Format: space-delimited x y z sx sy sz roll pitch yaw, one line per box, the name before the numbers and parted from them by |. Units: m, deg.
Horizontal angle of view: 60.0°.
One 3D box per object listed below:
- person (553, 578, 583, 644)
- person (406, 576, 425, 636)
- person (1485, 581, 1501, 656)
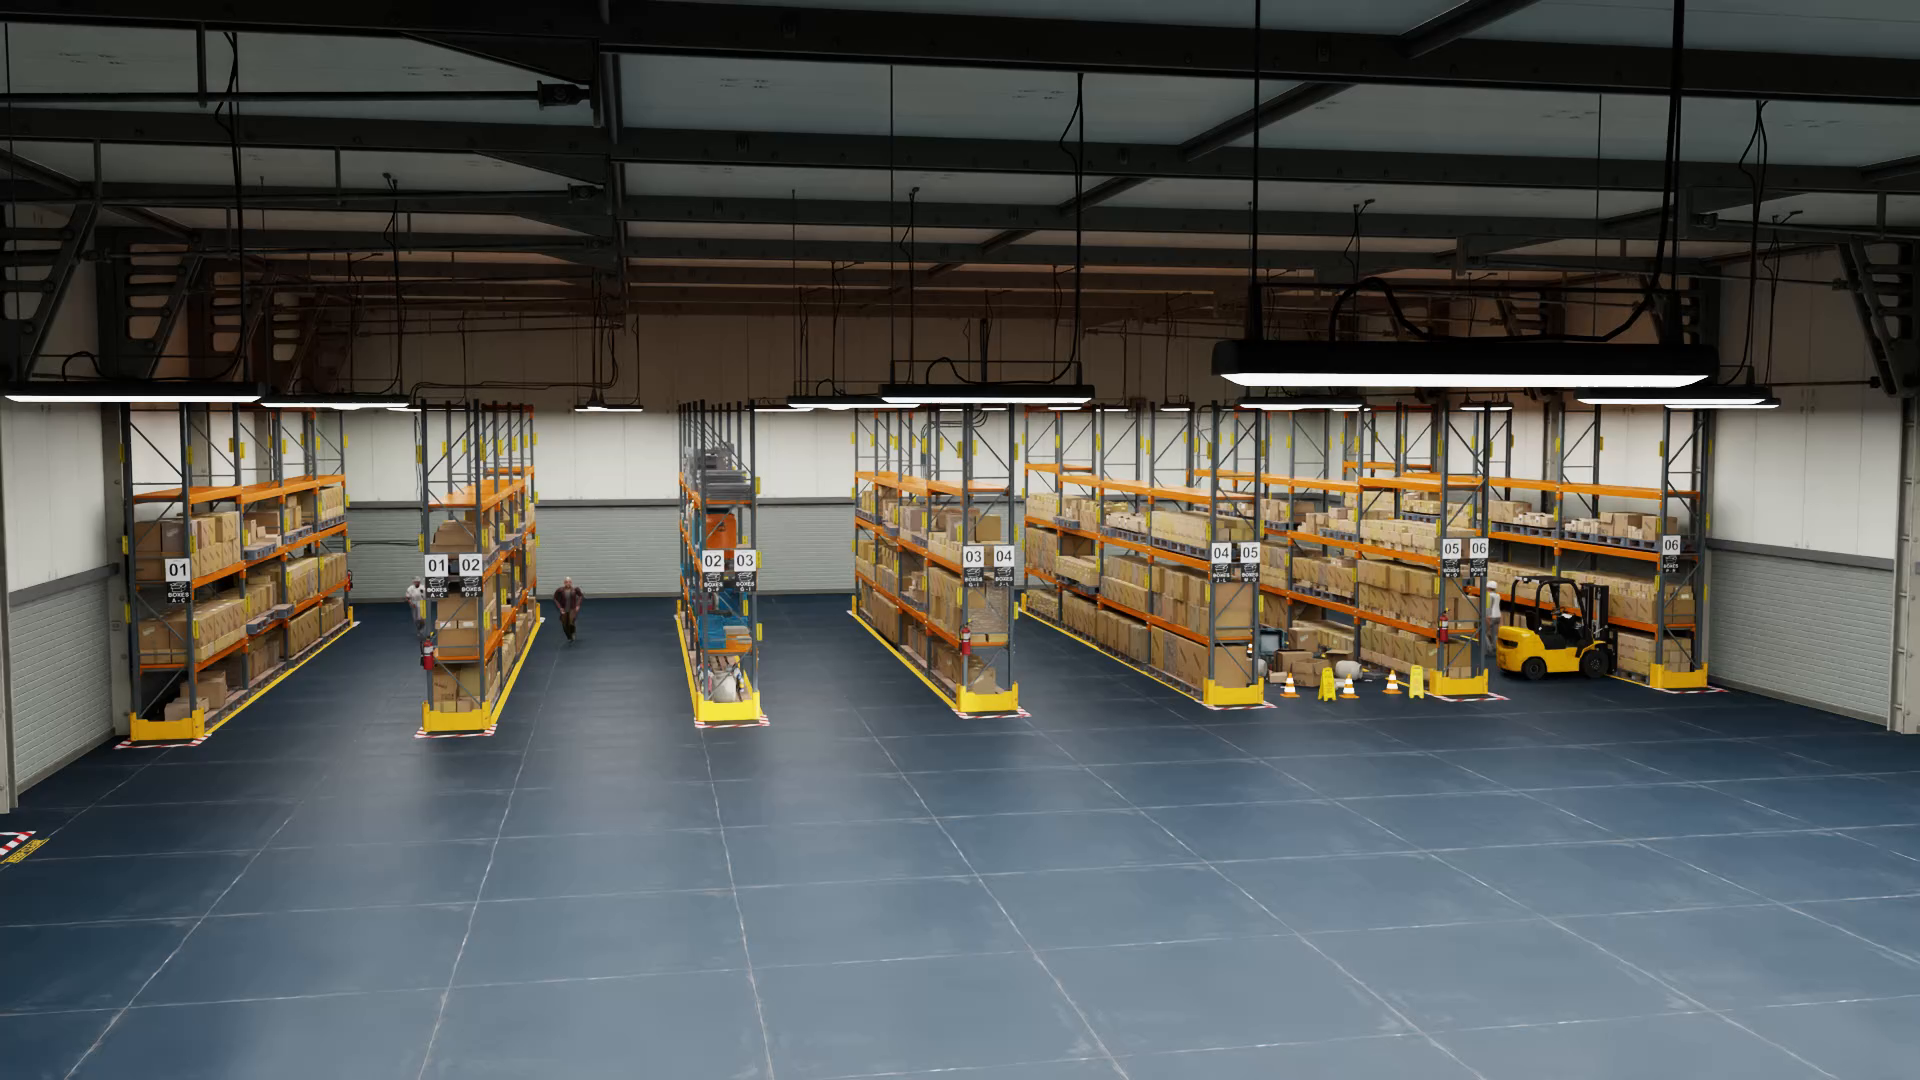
person | -9.779 1.759 41.516 0.704 1.684 0.662 0 4 -2
person | -13.936 1.702 42.760 0.523 1.600 0.735 0 4 -2
person | 12.629 1.869 39.493 0.562 1.800 0.438 -4 6 -40
